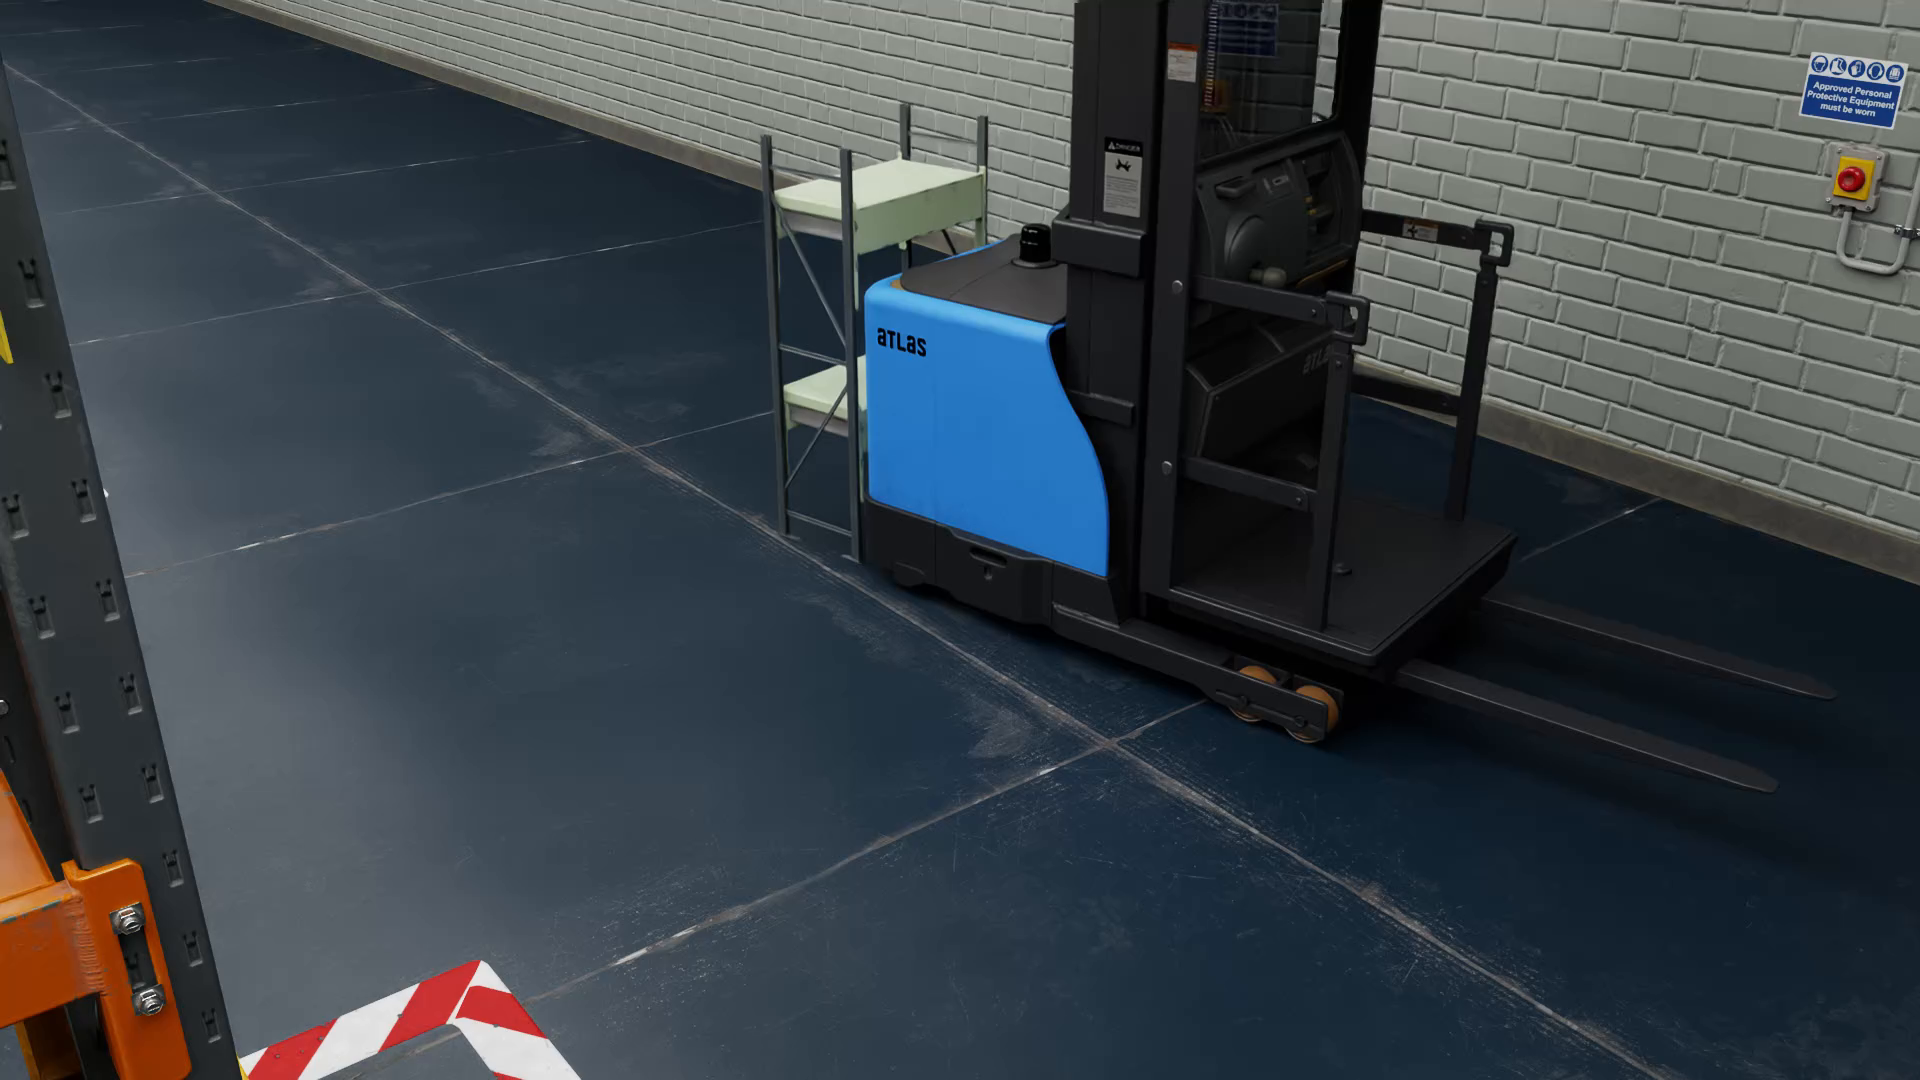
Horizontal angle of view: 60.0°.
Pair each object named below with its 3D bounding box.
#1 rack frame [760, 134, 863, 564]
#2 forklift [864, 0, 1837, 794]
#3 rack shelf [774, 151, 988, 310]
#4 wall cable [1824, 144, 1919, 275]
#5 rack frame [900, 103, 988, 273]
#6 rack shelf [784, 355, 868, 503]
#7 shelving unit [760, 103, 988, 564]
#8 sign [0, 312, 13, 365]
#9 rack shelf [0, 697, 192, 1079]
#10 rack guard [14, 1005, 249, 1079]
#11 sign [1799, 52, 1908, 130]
[{"bbox_3d":[-0.517,-0.647,5.863,0.400,1.500,0.023,19,31,34],"label":"rack frame"},{"bbox_3d":[1.132,-0.978,4.876,3.031,2.935,1.130,19,31,34],"label":"forklift"},{"bbox_3d":[-0.289,-1.122,5.959,0.431,0.370,0.720,19,31,34],"label":"rack shelf"},{"bbox_3d":[3.024,-1.855,5.439,0.123,1.953,0.585,-18,31,-34],"label":"wall cable"},{"bbox_3d":[-0.061,-0.888,6.383,0.400,1.500,0.023,19,31,34],"label":"rack frame"},{"bbox_3d":[-0.289,-0.472,6.260,0.431,0.370,0.720,19,31,34],"label":"rack shelf"},{"bbox_3d":[-0.289,-0.768,6.123,0.431,1.500,0.755,19,31,34],"label":"shelving unit"},{"bbox_3d":[-1.075,-0.356,1.798,0.005,0.325,0.100,-18,31,-34],"label":"sign"},{"bbox_3d":[-2.973,0.939,1.519,4.000,0.370,1.077,-18,31,-34],"label":"rack shelf"},{"bbox_3d":[-1.380,1.221,3.026,0.348,0.500,1.175,-18,31,-34],"label":"rack guard"},{"bbox_3d":[3.042,-1.534,5.671,0.001,0.218,0.327,-18,31,-34],"label":"sign"}]
